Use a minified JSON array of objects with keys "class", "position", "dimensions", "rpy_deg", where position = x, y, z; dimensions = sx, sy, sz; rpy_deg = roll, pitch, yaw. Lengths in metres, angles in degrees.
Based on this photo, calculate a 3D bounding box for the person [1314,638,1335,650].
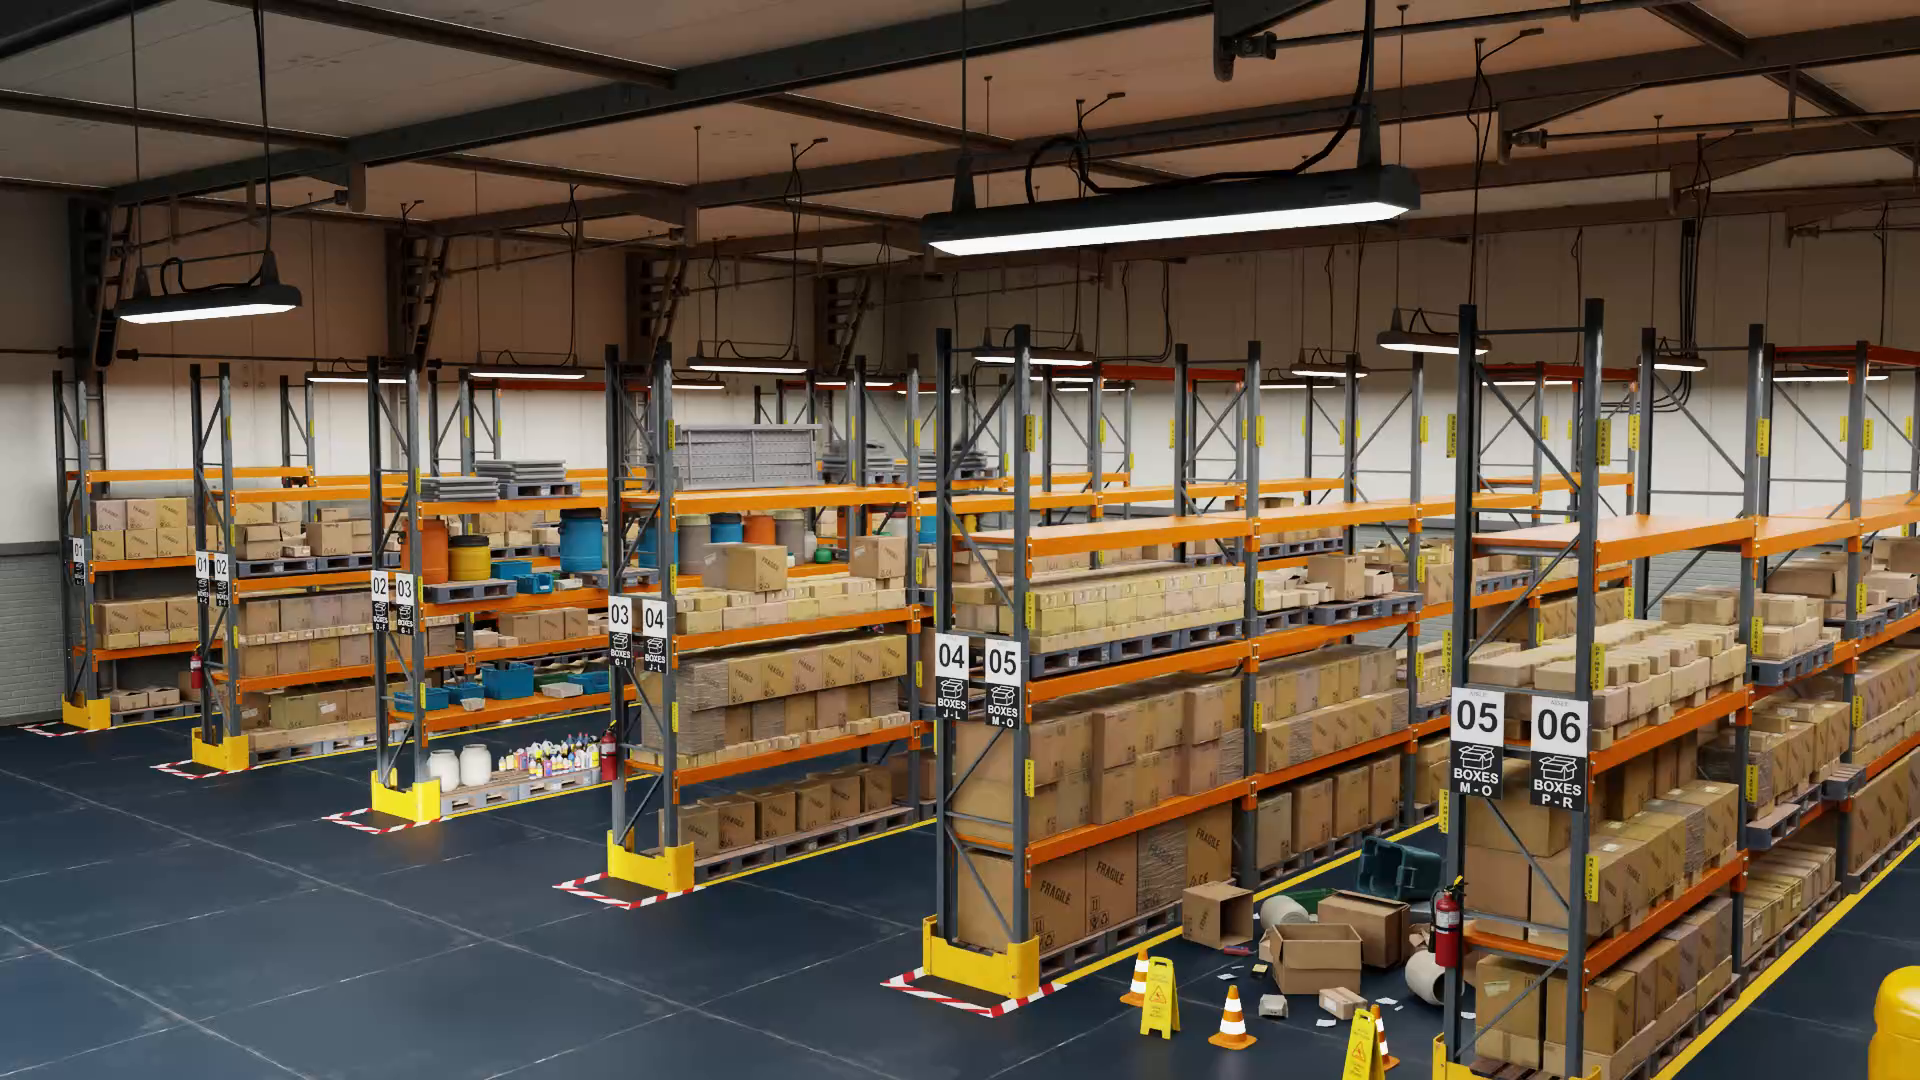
[{"class":"person","position":[5.946,2.340,26.869],"dimensions":[0.605,1.822,0.845],"rpy_deg":[3,5,36]}]
